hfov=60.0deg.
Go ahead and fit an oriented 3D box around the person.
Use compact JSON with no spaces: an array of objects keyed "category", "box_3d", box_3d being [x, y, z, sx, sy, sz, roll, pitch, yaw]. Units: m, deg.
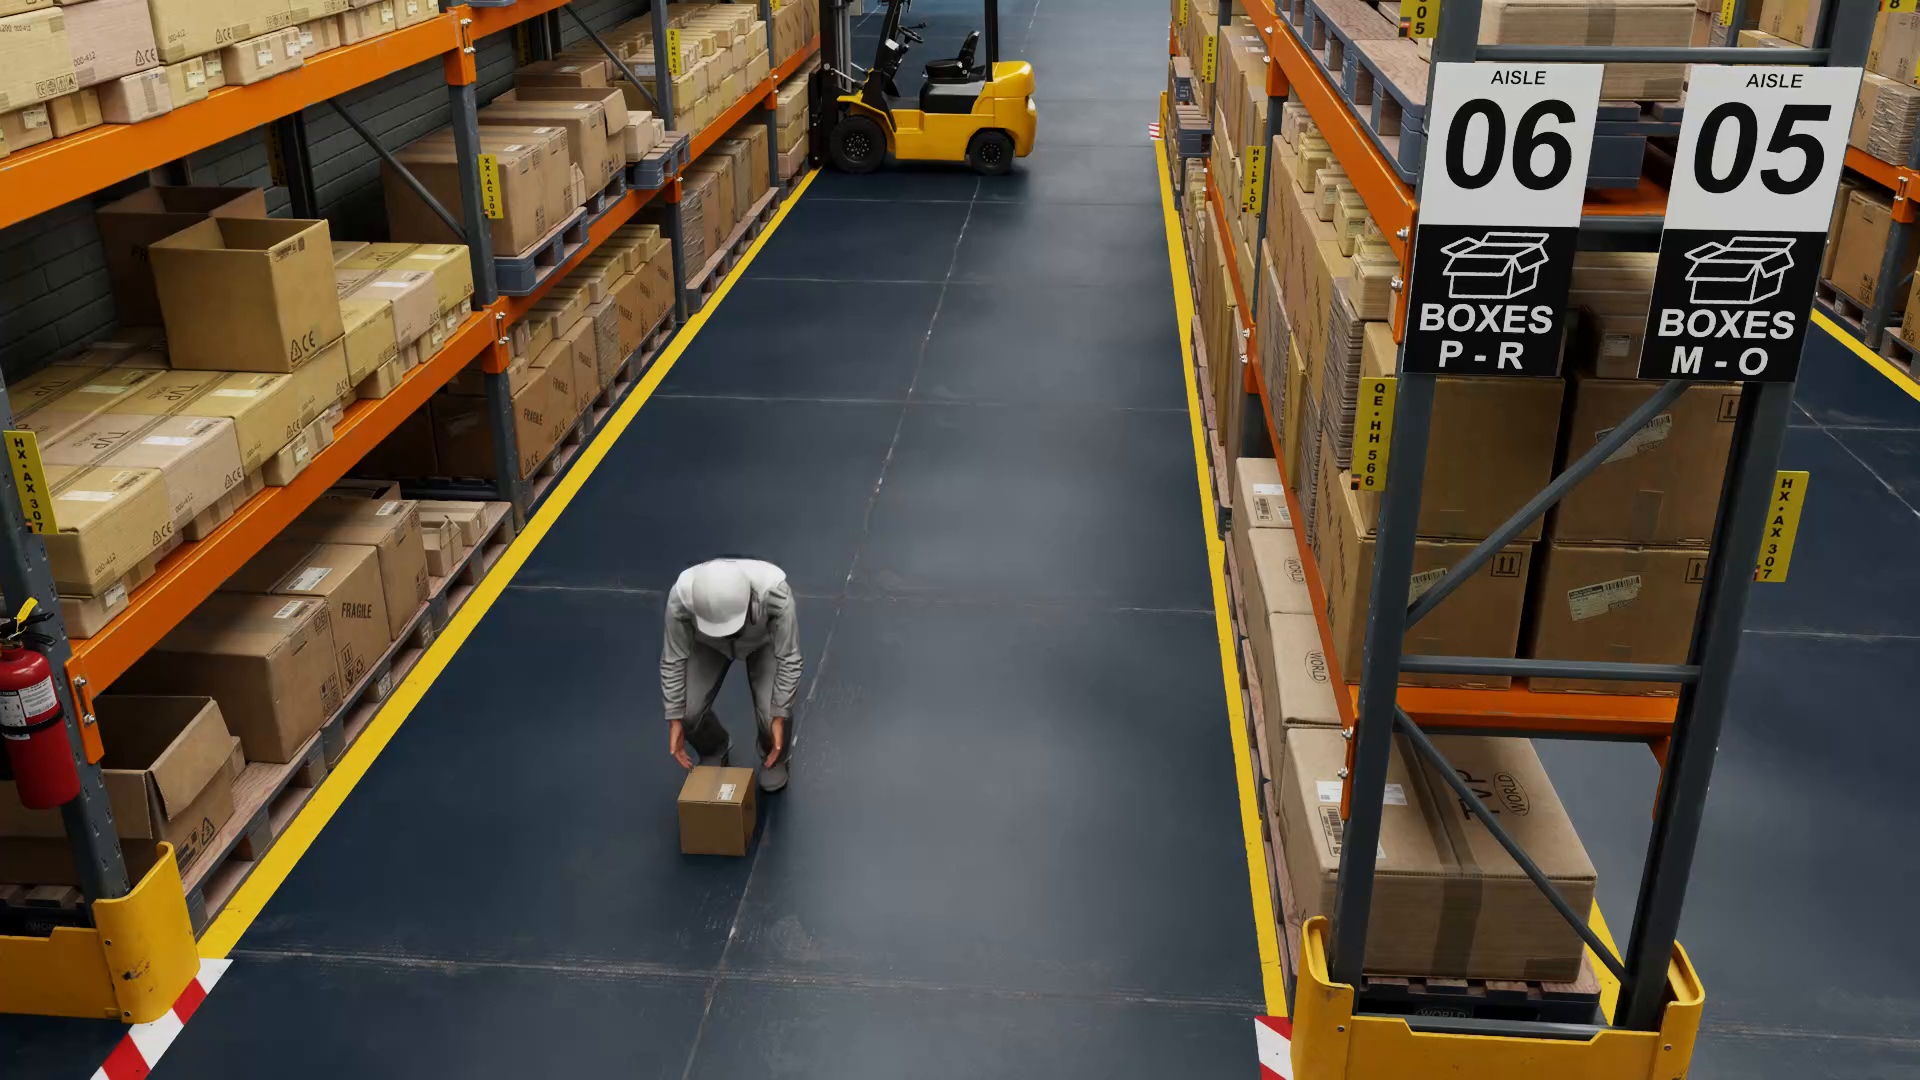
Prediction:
[{"category":"person","box_3d":[-0.888,0.494,6.702,0.568,1.182,0.861,2,24,4]}]
